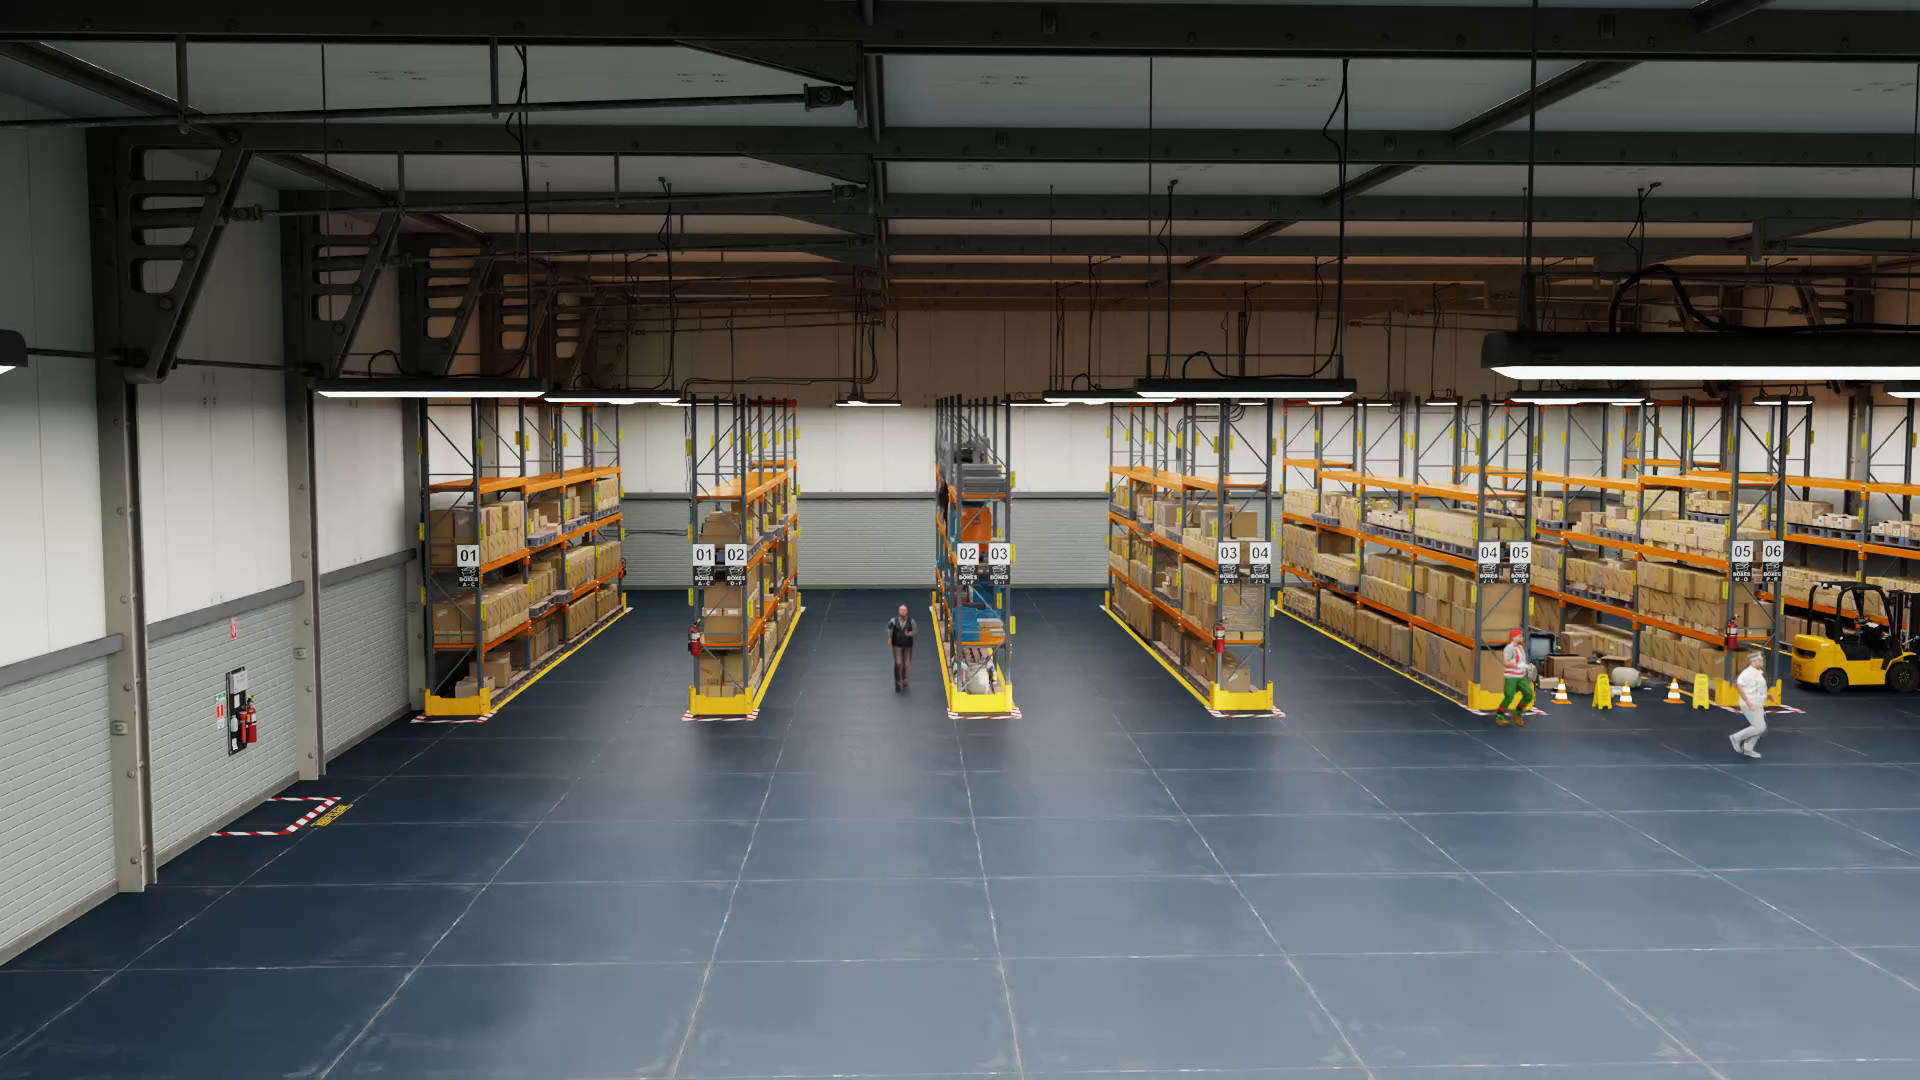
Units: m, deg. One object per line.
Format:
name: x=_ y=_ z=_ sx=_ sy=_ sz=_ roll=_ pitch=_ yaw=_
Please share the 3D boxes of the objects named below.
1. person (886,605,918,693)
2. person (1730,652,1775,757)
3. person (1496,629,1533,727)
person: x=-1.166 y=2.213 z=33.762 sx=0.624 sy=1.780 sz=0.752 roll=-1 pitch=5 yaw=-9
person: x=13.070 y=2.699 z=27.413 sx=0.598 sy=1.752 sz=0.678 roll=4 pitch=6 yaw=41
person: x=10.041 y=2.491 z=29.962 sx=0.672 sy=1.788 sz=0.667 roll=-3 pitch=5 yaw=-35
